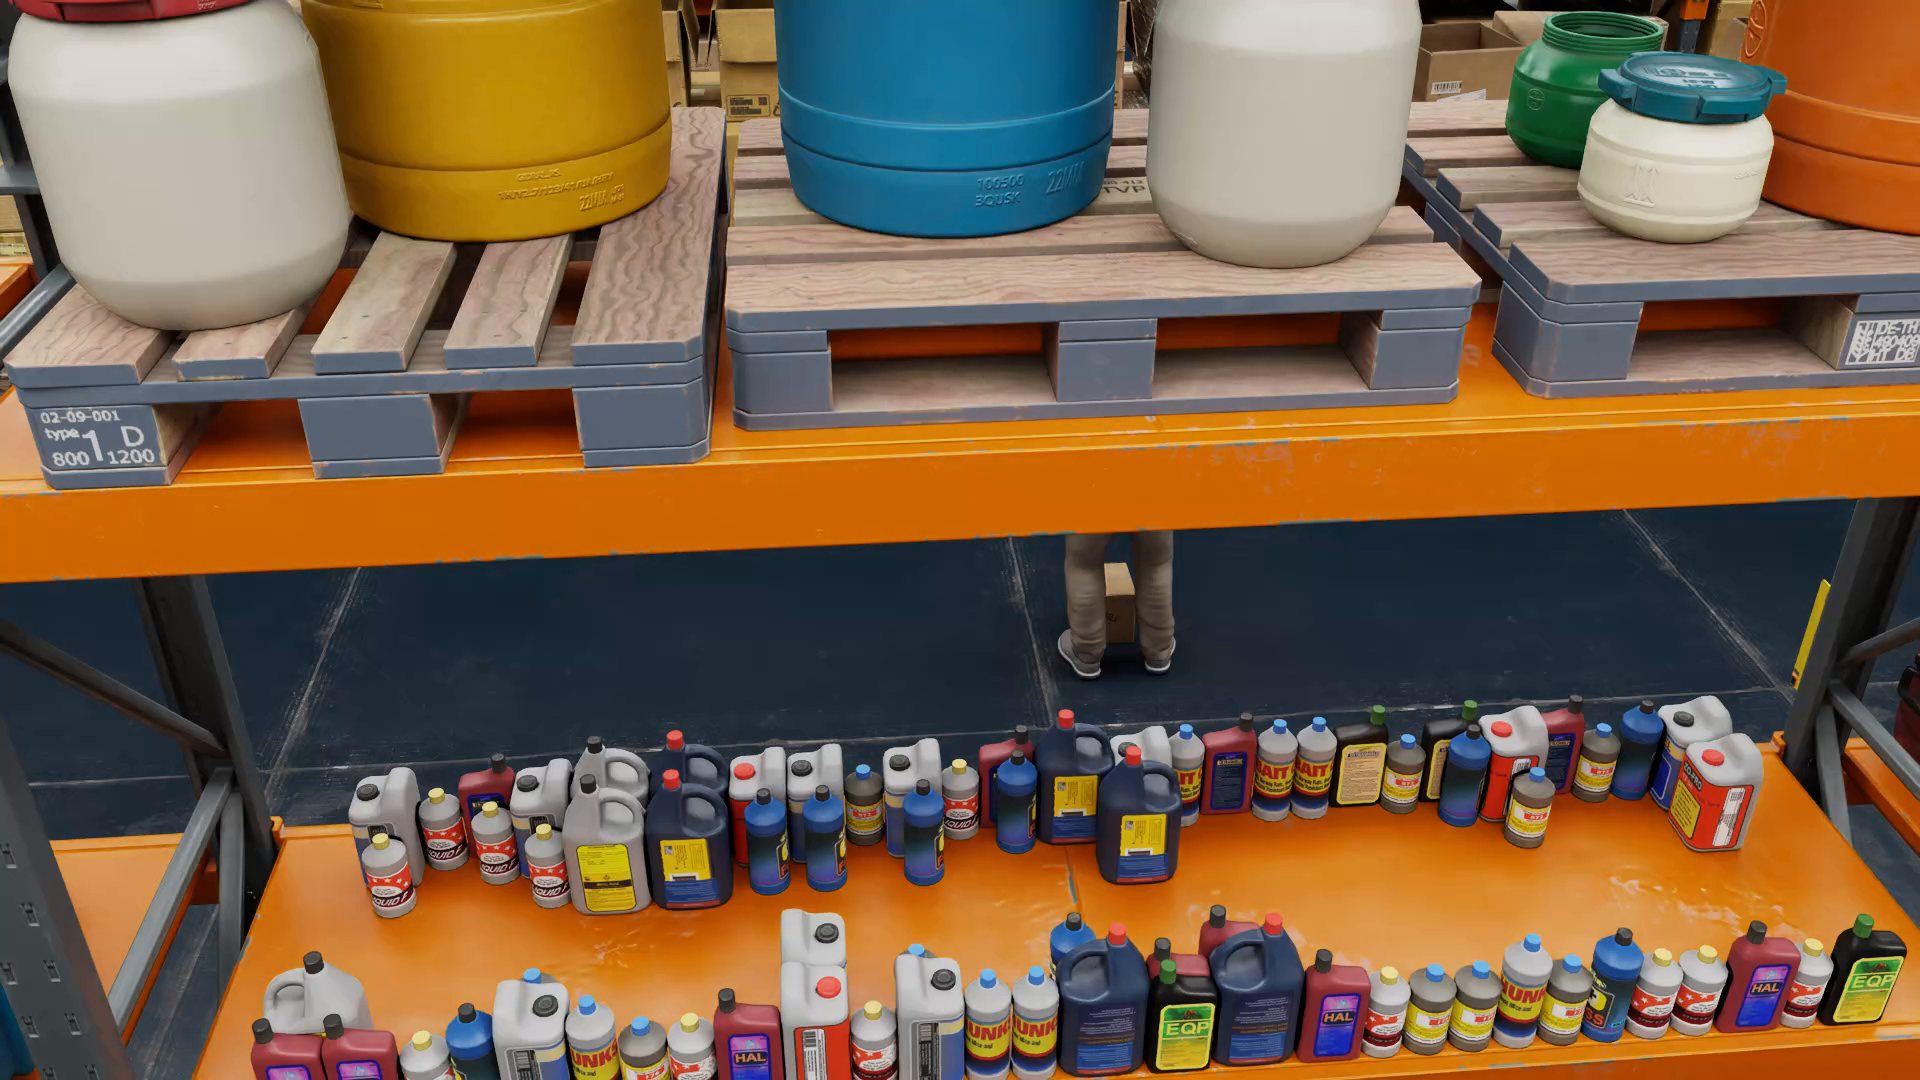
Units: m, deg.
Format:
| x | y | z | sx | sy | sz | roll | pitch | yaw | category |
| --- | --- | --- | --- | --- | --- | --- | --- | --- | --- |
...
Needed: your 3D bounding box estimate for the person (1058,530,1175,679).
| x | y | z | sx | sy | sz | roll | pitch | yaw | category |
| --- | --- | --- | --- | --- | --- | --- | --- | --- | --- |
| 0.628 | -0.232 | 6.532 | 0.606 | 1.727 | 0.393 | -4 | 31 | -7 | person |
